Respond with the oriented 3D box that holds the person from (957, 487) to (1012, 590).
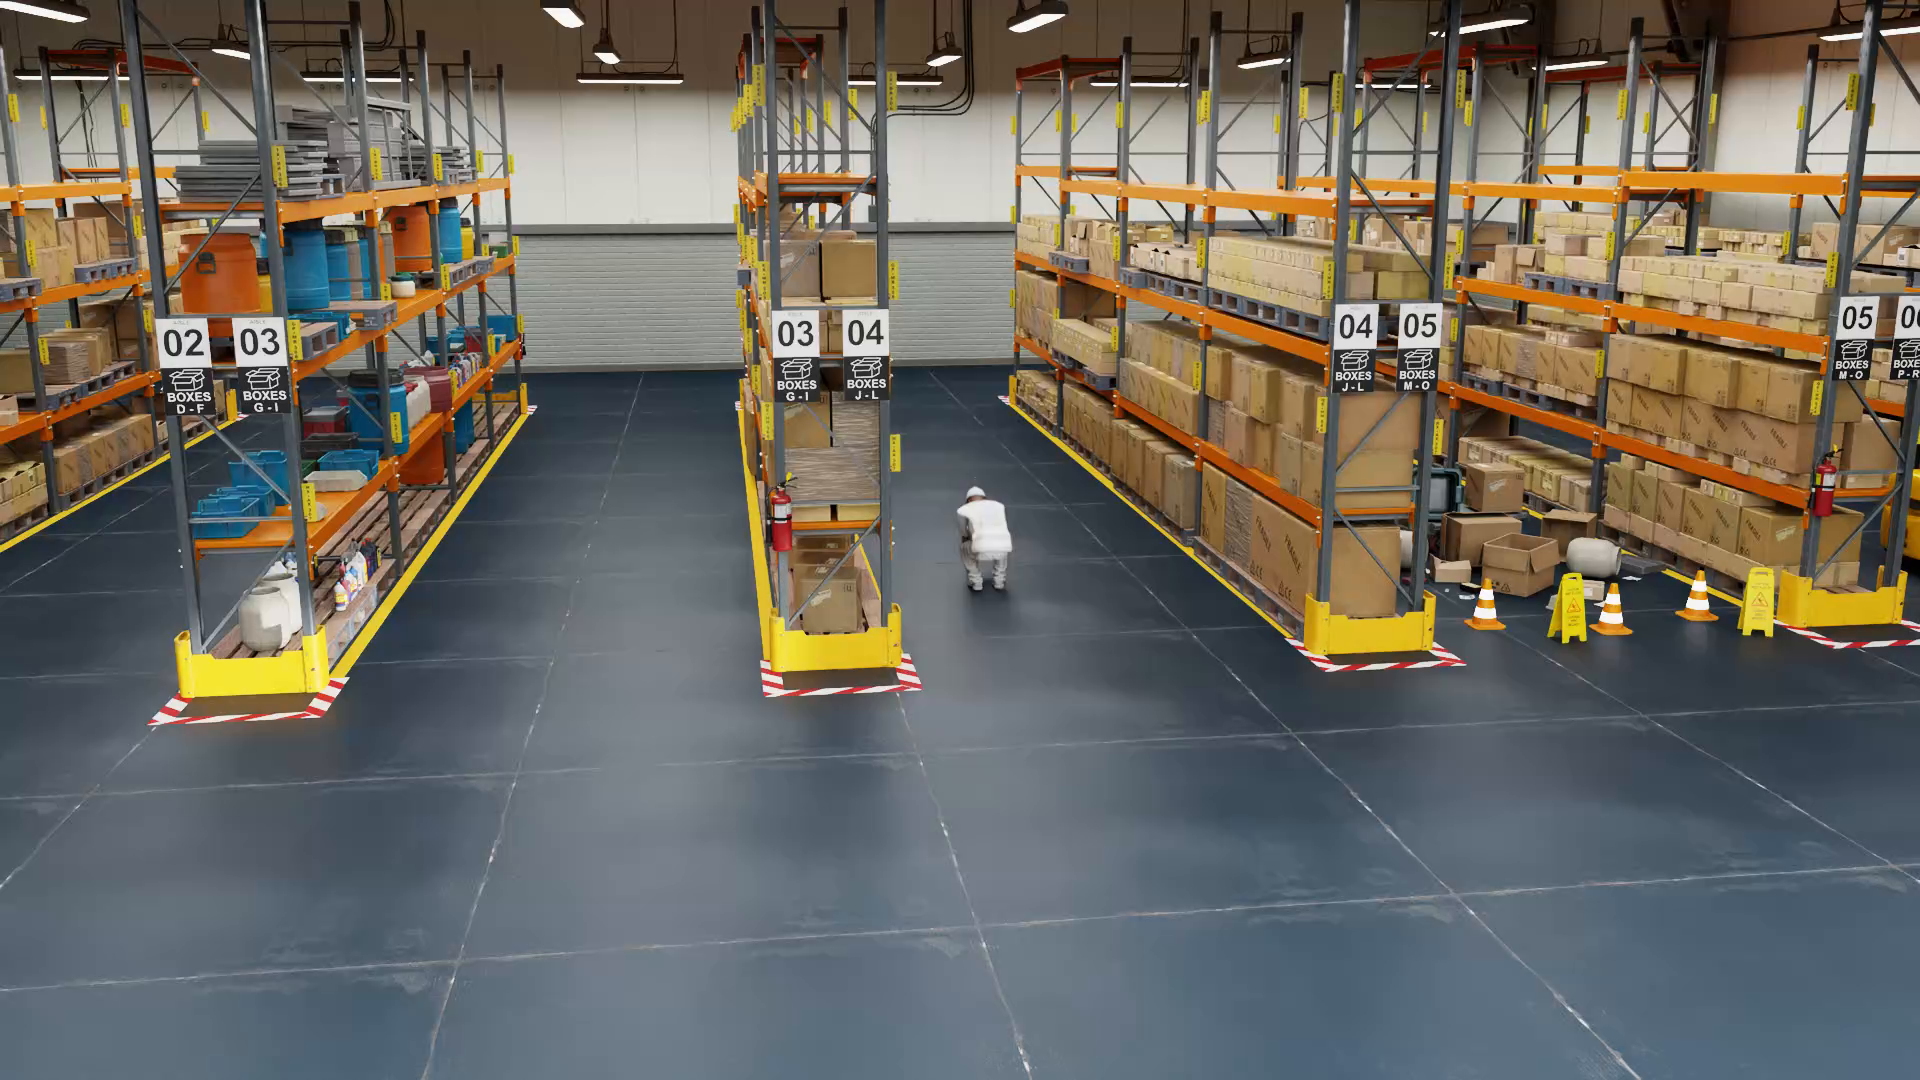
[{"bbox_3d":[0.251,-0.015,17.757,0.547,1.003,0.908,-2,13,-9],"label":"person"}]
